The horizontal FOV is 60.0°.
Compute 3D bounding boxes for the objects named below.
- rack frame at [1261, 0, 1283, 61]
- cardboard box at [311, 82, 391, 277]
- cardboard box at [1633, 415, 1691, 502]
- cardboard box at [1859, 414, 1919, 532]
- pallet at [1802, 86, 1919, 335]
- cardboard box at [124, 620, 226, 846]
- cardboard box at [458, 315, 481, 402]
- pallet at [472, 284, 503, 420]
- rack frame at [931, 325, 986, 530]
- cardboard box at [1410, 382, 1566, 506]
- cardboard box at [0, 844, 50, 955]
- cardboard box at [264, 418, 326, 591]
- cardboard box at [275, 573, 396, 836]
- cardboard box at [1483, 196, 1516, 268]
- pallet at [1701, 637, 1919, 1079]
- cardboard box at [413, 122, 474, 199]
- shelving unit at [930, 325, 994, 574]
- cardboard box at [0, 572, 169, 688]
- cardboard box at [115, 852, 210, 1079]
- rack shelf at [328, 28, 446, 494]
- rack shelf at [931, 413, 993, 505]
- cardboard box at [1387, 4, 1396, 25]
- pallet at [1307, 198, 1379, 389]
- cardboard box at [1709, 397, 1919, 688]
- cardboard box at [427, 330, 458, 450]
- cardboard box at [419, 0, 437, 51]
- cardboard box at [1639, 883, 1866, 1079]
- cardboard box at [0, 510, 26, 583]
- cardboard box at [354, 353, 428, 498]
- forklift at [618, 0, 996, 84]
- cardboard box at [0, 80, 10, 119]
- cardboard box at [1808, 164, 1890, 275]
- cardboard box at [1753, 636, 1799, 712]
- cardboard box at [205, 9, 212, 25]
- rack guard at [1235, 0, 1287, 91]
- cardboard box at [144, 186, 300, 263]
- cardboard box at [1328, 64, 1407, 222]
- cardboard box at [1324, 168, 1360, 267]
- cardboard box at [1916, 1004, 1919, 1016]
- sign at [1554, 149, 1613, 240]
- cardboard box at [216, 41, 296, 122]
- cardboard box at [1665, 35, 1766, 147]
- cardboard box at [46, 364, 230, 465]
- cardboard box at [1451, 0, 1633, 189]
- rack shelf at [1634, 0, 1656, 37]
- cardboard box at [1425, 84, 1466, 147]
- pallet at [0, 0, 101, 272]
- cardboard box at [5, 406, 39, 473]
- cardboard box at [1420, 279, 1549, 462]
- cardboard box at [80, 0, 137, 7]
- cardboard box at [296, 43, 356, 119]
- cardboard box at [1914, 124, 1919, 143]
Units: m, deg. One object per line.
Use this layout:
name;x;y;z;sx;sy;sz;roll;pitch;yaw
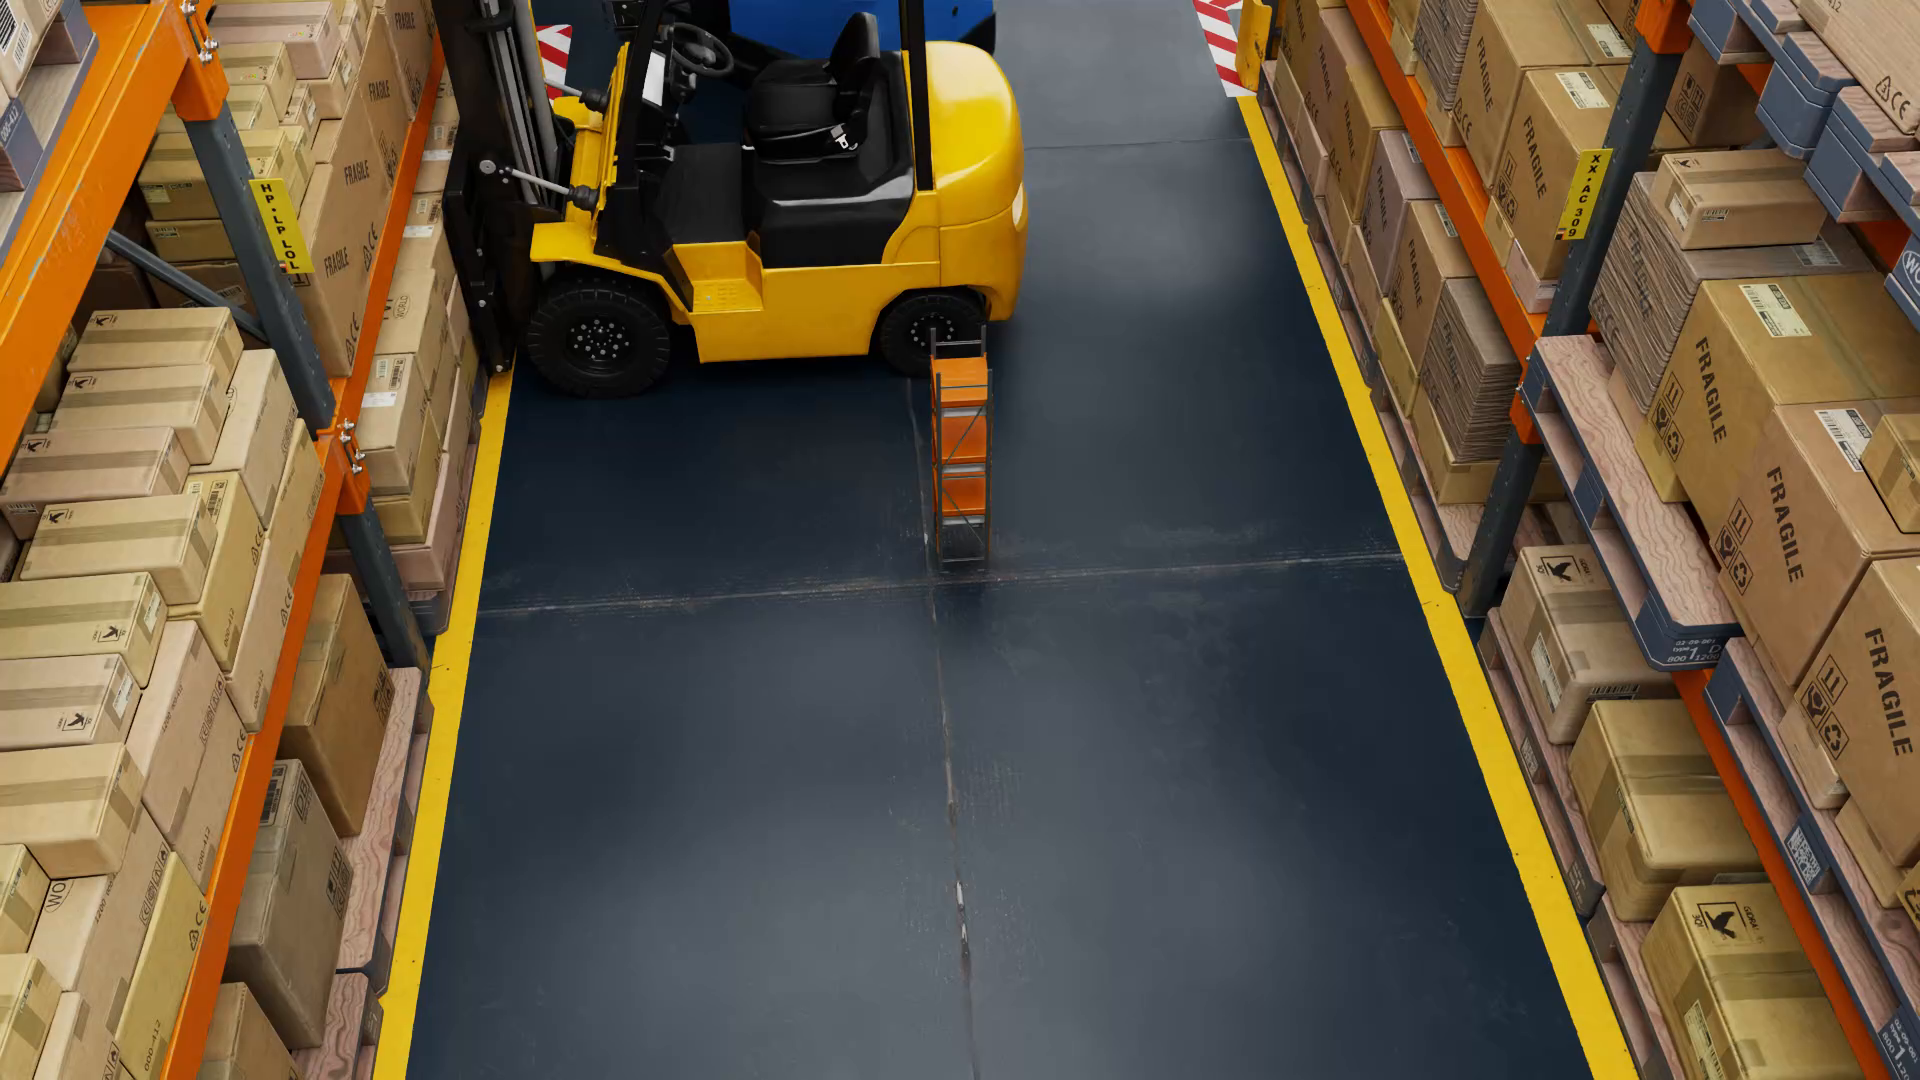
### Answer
rack frame;2.114;-3.689;8.178;1.000;3.000;0.127;-3;47;-3
cardboard box;-2.334;-1.238;5.787;0.500;0.500;0.500;-3;47;-3
cardboard box;2.193;-0.253;4.807;0.380;0.149;0.250;-3;47;-2
cardboard box;2.330;-0.158;3.824;0.380;0.149;0.250;-1;47;-1
pallet;2.485;-0.559;3.277;1.213;0.211;1.003;-3;47;-3
cardboard box;-2.114;0.471;3.997;0.500;0.250;0.500;-3;47;-3
cardboard box;-2.324;-0.797;7.043;0.500;0.250;0.500;-3;47;-3
pallet;-2.627;-0.995;7.546;1.003;0.211;1.213;-3;47;-3
rack frame;-0.006;-0.411;6.416;0.200;1.050;0.008;-3;47;-3
cardboard box;2.132;-0.405;6.673;0.500;0.250;0.500;-2;47;-1
cardboard box;-2.132;0.782;3.428;0.380;0.149;0.250;-3;47;-3
cardboard box;-2.194;-0.090;4.873;0.500;0.250;0.500;-3;47;-2
cardboard box;-2.442;0.558;5.502;0.875;0.625;0.625;-2;47;-2
cardboard box;2.091;-1.103;5.901;0.380;0.149;0.250;-3;47;-2
pallet;2.578;0.735;4.120;1.003;0.211;1.213;-3;47;-3
cardboard box;-2.347;-1.513;7.033;0.500;0.250;0.500;-4;47;-4
shelving unit;0.005;-0.322;6.332;0.215;1.050;0.252;-3;47;-3
cardboard box;-2.126;0.227;3.953;0.380;0.149;0.250;-4;47;-4
cardboard box;-2.084;1.007;3.833;0.500;0.250;0.500;-2;47;-2
rack shelf;-2.664;-1.690;6.780;1.077;0.370;4.000;-3;47;-3
rack shelf;0.005;-0.315;6.340;0.215;0.259;0.240;-3;47;-3
cardboard box;2.018;-2.214;6.954;0.380;0.149;0.250;-5;47;-4
pallet;2.252;-1.205;7.746;1.003;0.211;1.213;-3;47;-3
cardboard box;2.273;0.001;4.120;0.500;0.500;0.500;-4;47;-4
cardboard box;-2.274;-0.595;6.507;0.500;0.250;0.500;-4;47;-4
cardboard box;-2.451;-2.332;6.824;0.500;0.500;0.500;-4;47;-4
cardboard box;2.619;1.366;4.911;0.950;0.372;0.625;-2;47;-2
cardboard box;-2.678;0.136;4.314;0.500;0.250;0.500;-4;47;-4
cardboard box;-2.225;-0.402;5.981;0.500;0.250;0.500;-4;47;-4
forklift;-1.315;-4.001;8.520;3.031;2.935;1.130;26;52;22
cardboard box;-2.102;-0.837;3.226;0.380;0.149;0.250;-4;47;-3
cardboard box;2.717;-0.756;4.837;0.500;0.500;0.500;-4;47;-4
cardboard box;2.291;0.315;4.269;0.380;0.149;0.250;-3;47;-3
cardboard box;-2.892;-1.899;5.967;0.380;0.149;0.250;-4;47;-4
rack guard;2.121;-2.775;9.033;1.175;0.500;0.348;-3;47;-3
cardboard box;-2.261;-0.995;5.110;0.380;0.149;0.250;-4;47;-4
cardboard box;1.991;-1.787;7.464;0.500;0.500;0.500;-3;47;-3
cardboard box;2.000;-1.524;7.732;0.500;0.250;0.500;-1;47;-1
cardboard box;2.312;1.068;3.556;0.380;0.149;0.250;-3;47;-3
sign;1.909;-1.054;5.086;0.100;0.325;0.005;-3;47;-3
cardboard box;-2.370;-1.467;5.353;0.380;0.149;0.250;-4;47;-4
cardboard box;2.628;-1.607;5.244;0.700;0.500;0.500;-4;47;-4
cardboard box;-2.207;-0.329;4.480;0.380;0.149;0.250;-4;47;-4
cardboard box;2.114;-1.610;5.935;0.500;0.500;0.500;-2;47;-2
rack shelf;2.282;-3.026;5.980;1.077;0.370;4.000;-3;47;-3
cardboard box;2.030;-1.658;6.427;0.380;0.149;0.250;-4;47;-4
pallet;-2.410;-0.819;3.525;0.805;0.209;1.217;-5;47;-5
cardboard box;-2.711;-0.284;4.437;0.380;0.149;0.250;-5;47;-5
cardboard box;2.132;-0.664;6.401;0.500;0.500;0.500;-4;47;-4
cardboard box;-2.925;-1.804;5.672;0.380;0.149;0.250;-4;47;-4
cardboard box;-2.281;-1.552;5.638;0.380;0.149;0.250;-3;47;-2
cardboard box;2.206;-0.742;3.135;0.500;0.250;0.500;-4;47;-4
